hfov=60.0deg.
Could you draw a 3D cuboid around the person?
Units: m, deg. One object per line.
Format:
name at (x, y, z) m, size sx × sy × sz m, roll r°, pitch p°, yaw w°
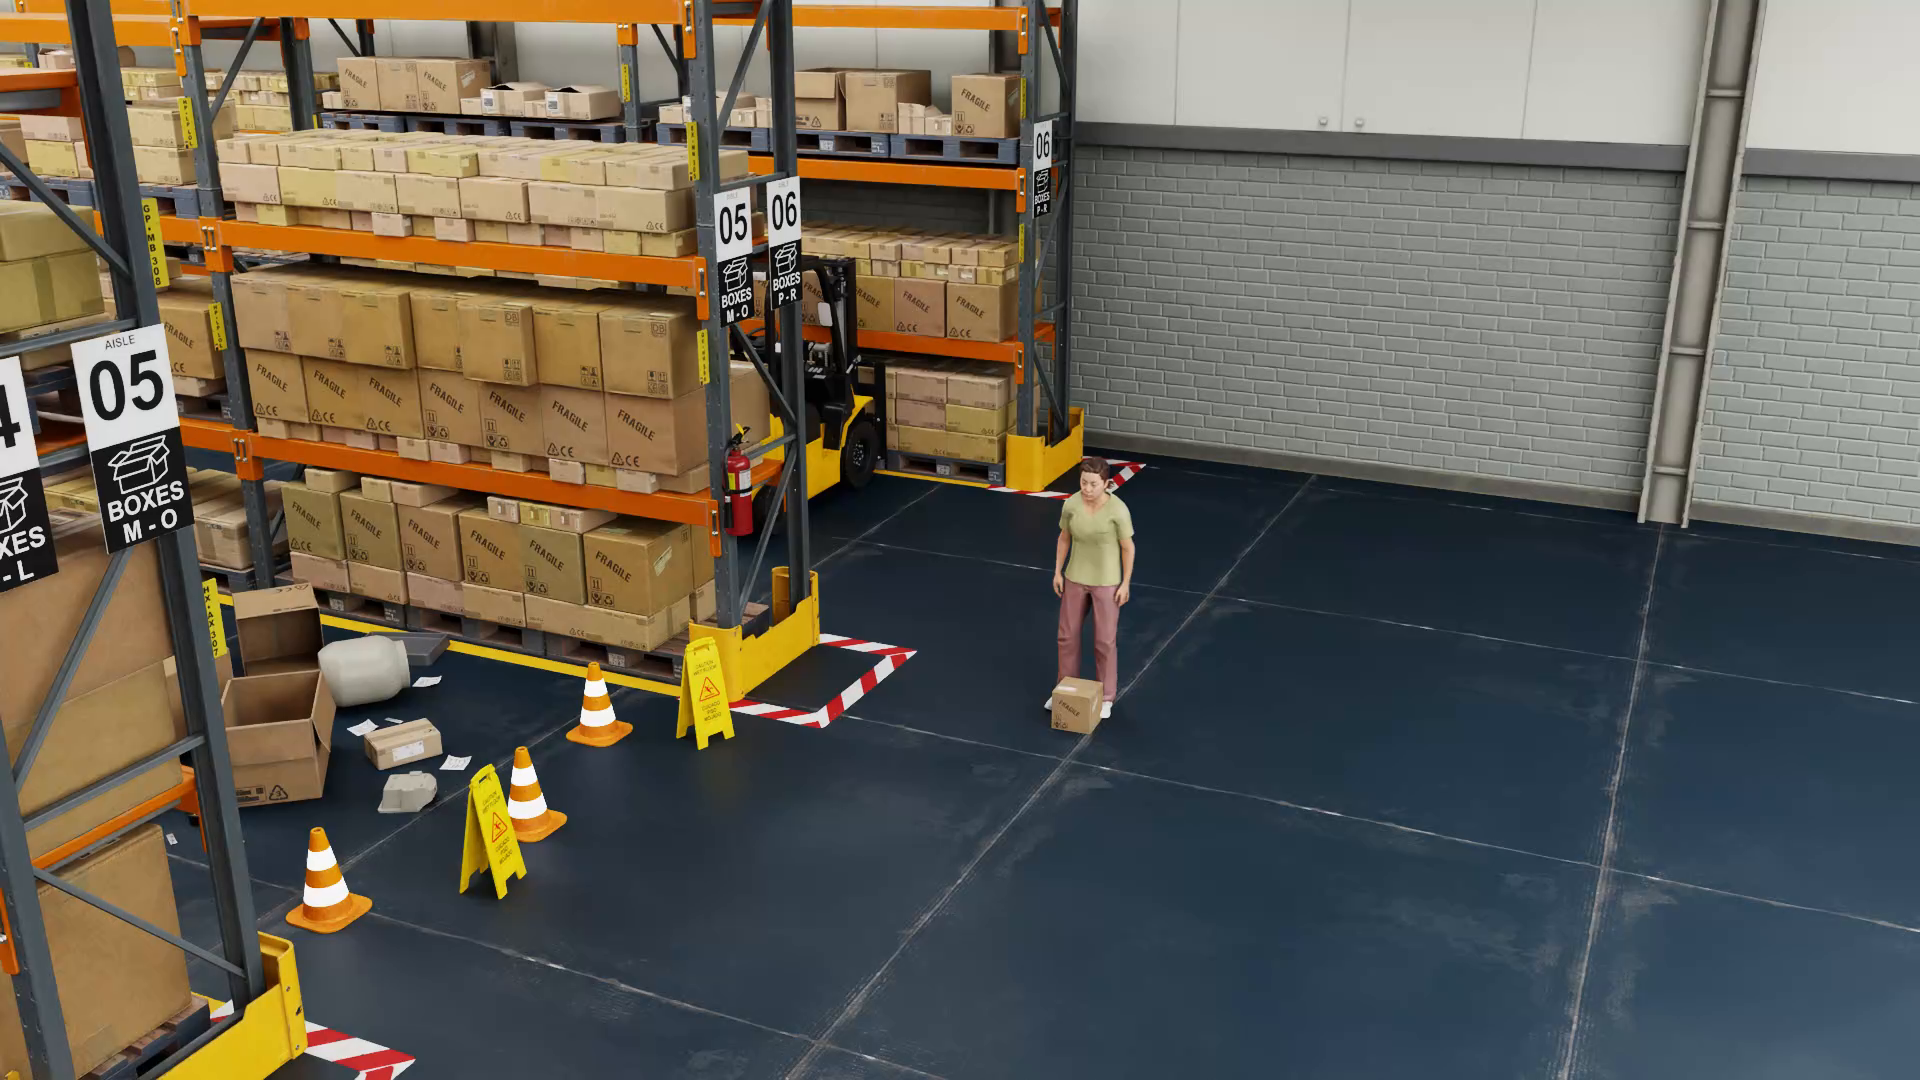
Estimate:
person at (0.814, 0.275, 10.273) m, size 0.499 × 1.673 × 0.356 m, roll 9°, pitch 21°, yaw 23°
